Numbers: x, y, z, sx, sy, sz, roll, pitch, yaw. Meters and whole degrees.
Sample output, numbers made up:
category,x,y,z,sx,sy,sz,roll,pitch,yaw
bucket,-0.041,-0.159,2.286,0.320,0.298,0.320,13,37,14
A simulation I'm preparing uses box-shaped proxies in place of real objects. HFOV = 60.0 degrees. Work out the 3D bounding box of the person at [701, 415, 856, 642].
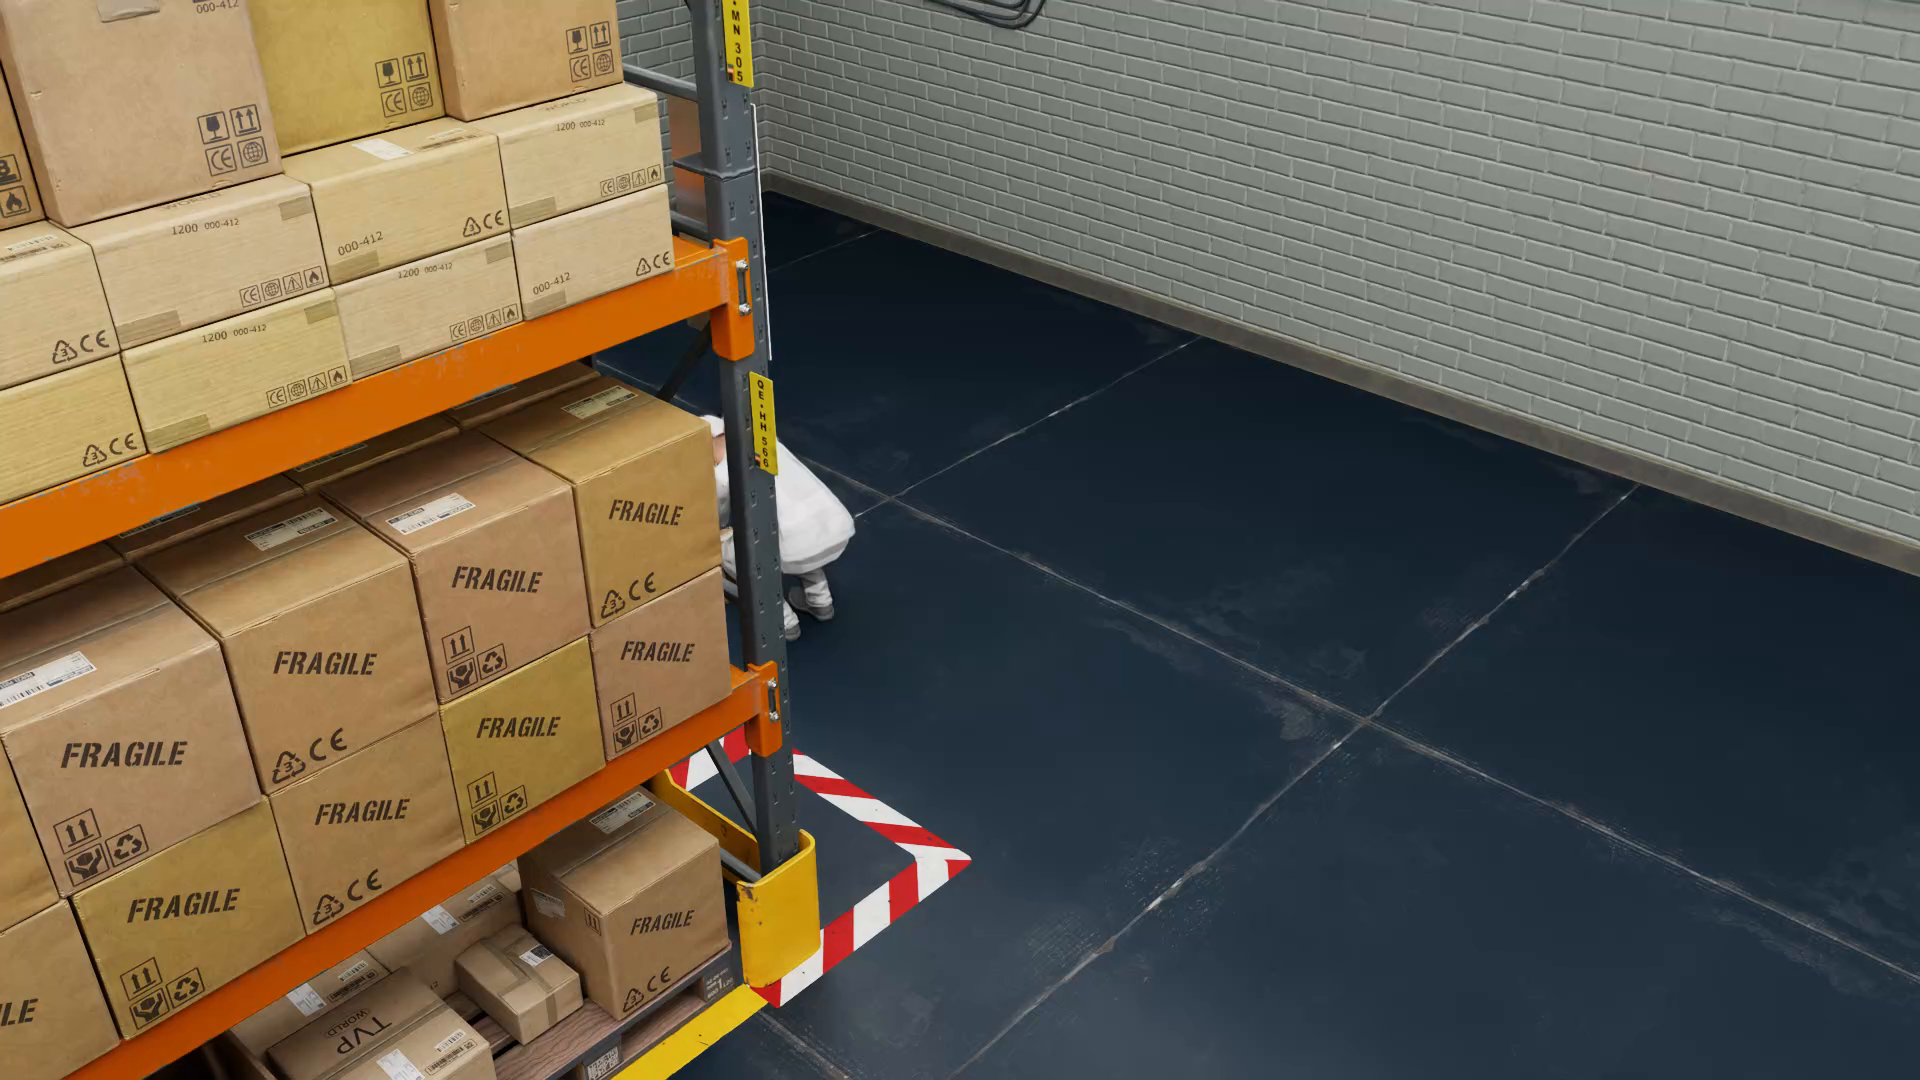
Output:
category,x,y,z,sx,sy,sz,roll,pitch,yaw
person,-0.926,-0.057,7.979,0.877,0.994,0.574,25,39,35
